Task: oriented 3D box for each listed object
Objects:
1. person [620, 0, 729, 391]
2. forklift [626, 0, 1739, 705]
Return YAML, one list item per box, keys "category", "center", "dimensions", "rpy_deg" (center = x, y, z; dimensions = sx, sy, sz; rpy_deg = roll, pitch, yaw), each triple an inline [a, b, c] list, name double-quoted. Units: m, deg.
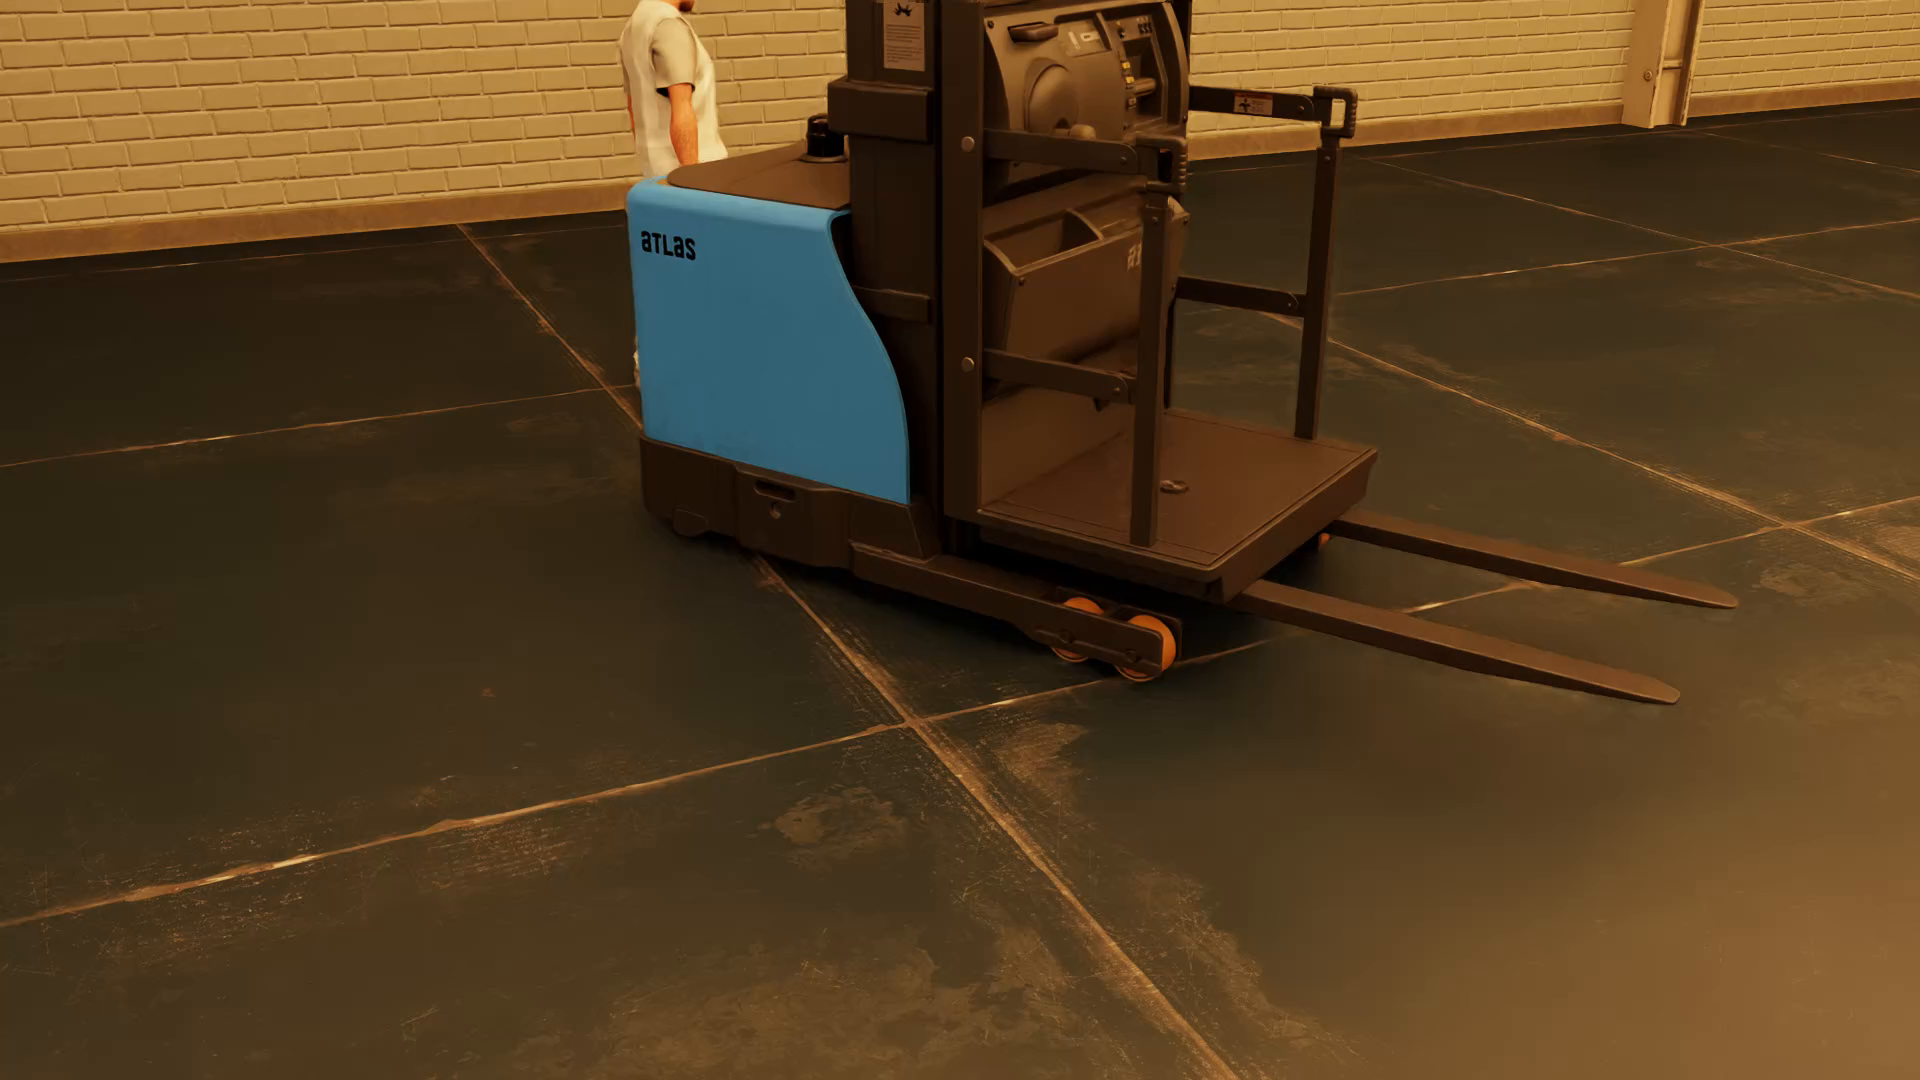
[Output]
- category: "person"
  center: [-1.059, -1.360, 6.167]
  dimensions: [0.469, 1.695, 0.907]
  rpy_deg: [-9, 24, -21]
- category: "forklift"
  center: [0.518, -1.224, 4.232]
  dimensions: [3.031, 2.935, 1.130]
  rpy_deg: [15, 27, 32]
